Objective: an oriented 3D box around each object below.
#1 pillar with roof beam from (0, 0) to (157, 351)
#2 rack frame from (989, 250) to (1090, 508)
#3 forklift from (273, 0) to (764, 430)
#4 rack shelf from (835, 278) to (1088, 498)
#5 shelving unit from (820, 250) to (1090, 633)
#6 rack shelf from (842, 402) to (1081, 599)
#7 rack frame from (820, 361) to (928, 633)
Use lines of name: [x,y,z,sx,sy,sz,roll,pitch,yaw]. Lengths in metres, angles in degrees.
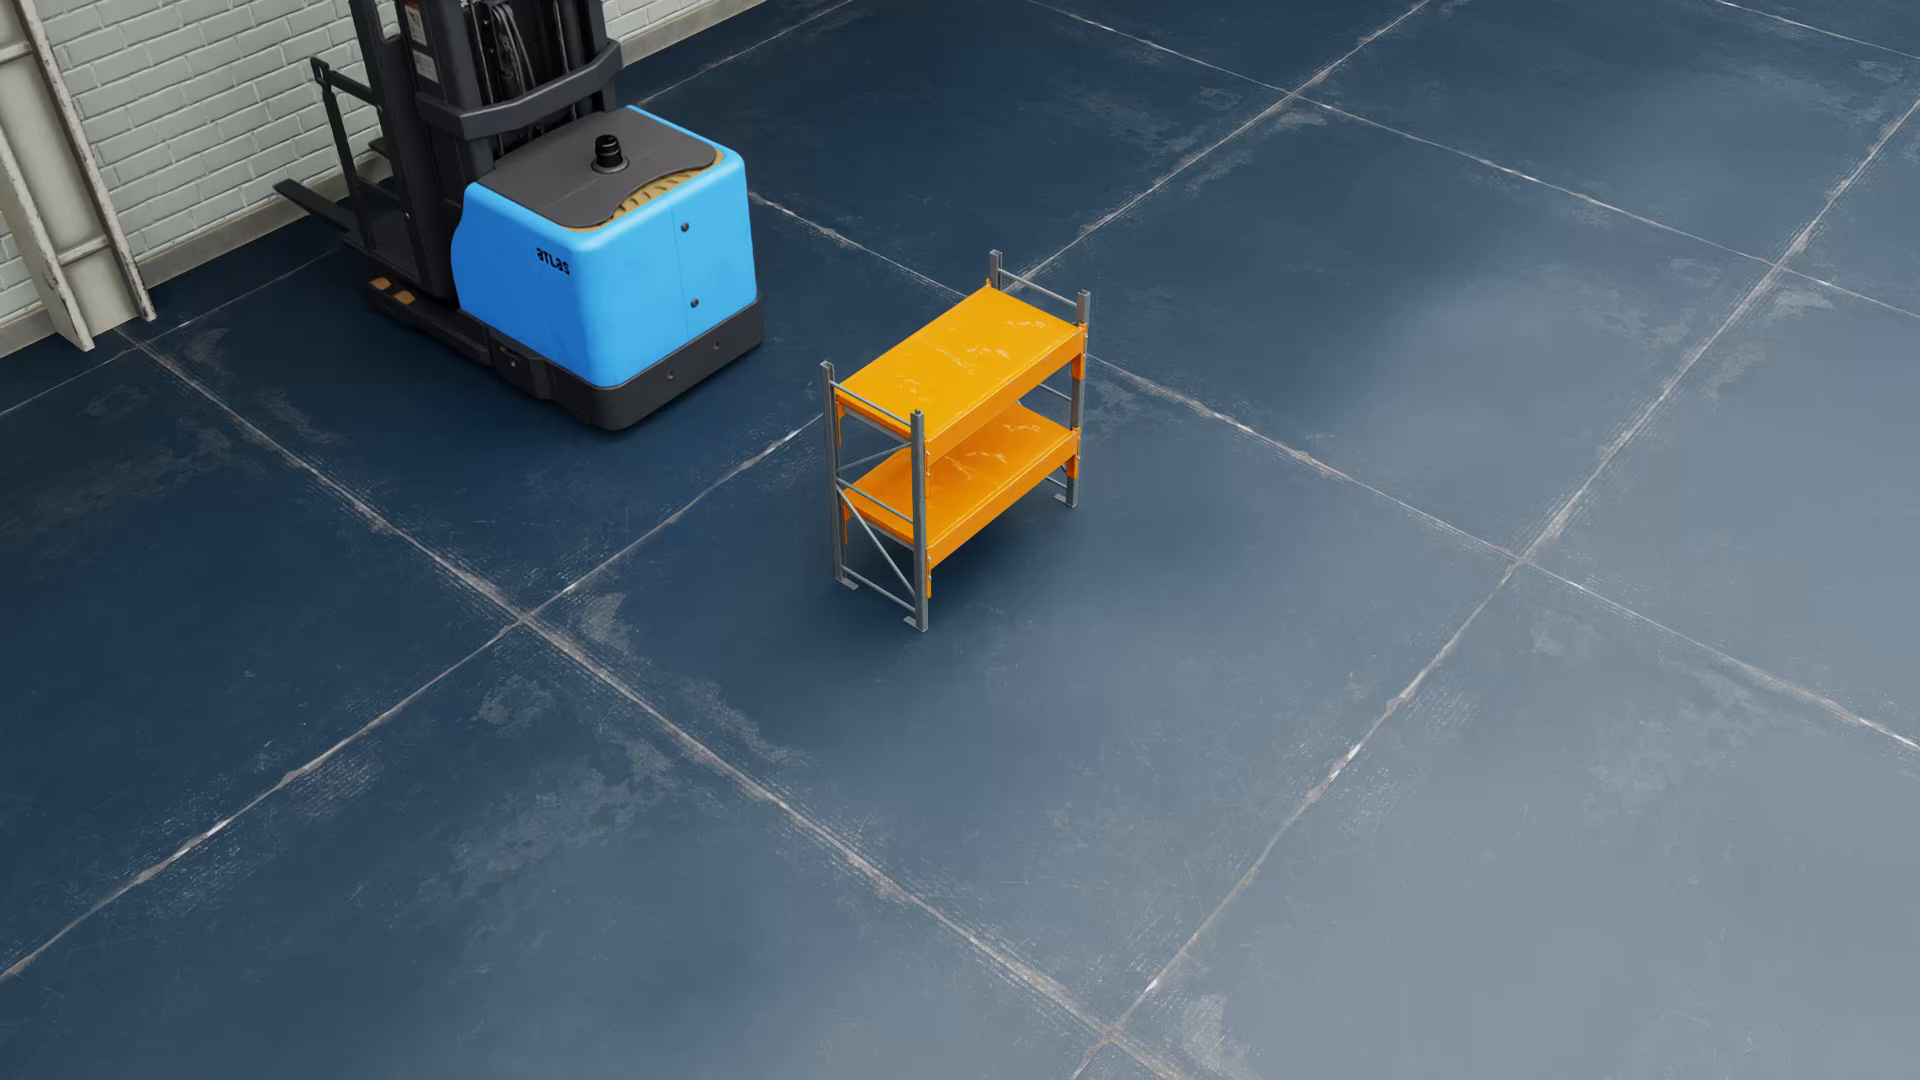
pillar with roof beam: [-1.053,-2.570,3.388,9.100,9.000,0.400,29,50,28]
rack frame: [0.323,-0.674,7.156,0.500,1.125,0.032,29,50,28]
forklift: [-2.432,-2.429,7.742,3.031,2.935,1.130,29,50,28]
rack shelf: [-0.004,-0.629,6.671,0.538,0.278,1.000,29,50,28]
shelving unit: [-0.004,-0.413,6.868,0.538,1.125,1.048,29,50,28]
rack shelf: [-0.004,-0.232,7.032,0.538,0.278,1.000,29,50,28]
rack frame: [-0.332,-0.151,6.580,0.500,1.125,0.032,29,50,28]
